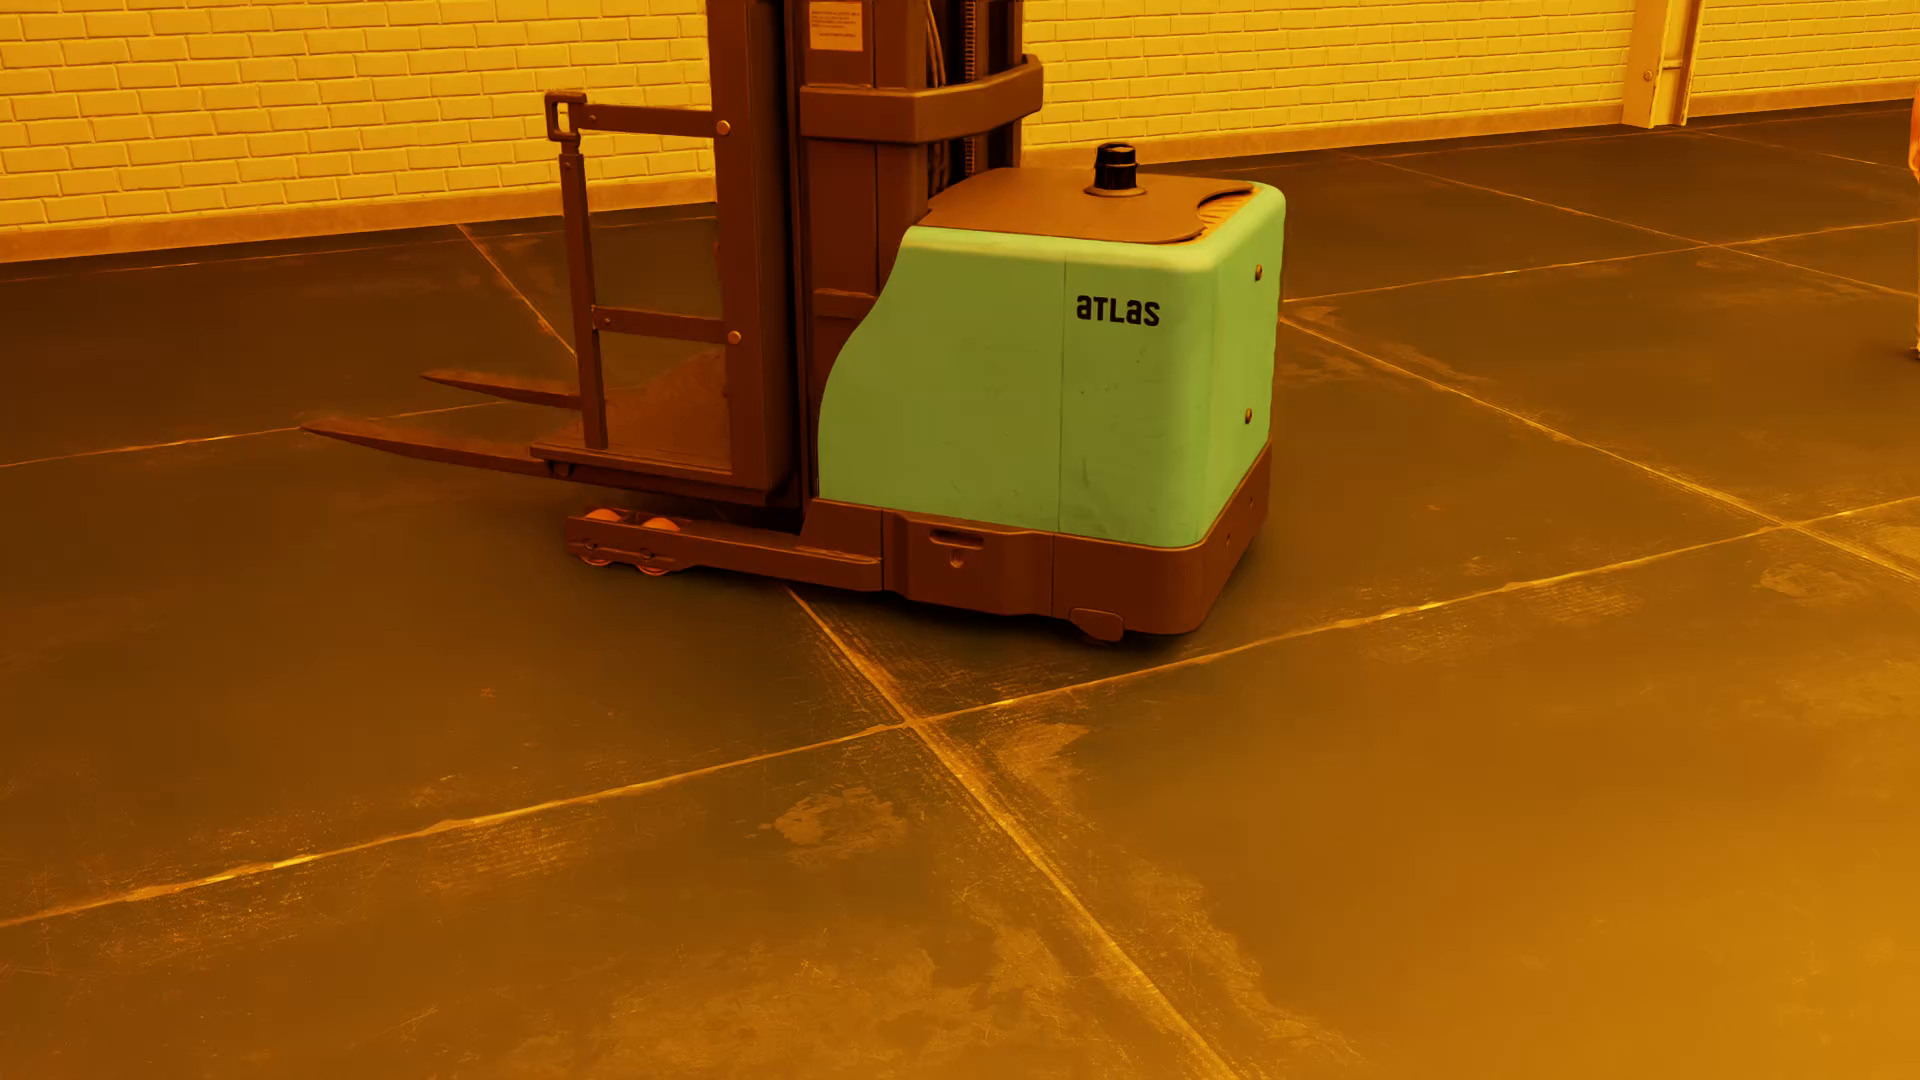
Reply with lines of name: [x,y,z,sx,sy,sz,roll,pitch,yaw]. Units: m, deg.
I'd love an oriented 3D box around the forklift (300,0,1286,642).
forklift: [-0.623,-1.427,4.721,3.031,2.935,1.130,9,24,20]

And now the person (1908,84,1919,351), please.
person: [4.077,-1.538,6.619,0.547,1.666,0.548,17,28,35]
